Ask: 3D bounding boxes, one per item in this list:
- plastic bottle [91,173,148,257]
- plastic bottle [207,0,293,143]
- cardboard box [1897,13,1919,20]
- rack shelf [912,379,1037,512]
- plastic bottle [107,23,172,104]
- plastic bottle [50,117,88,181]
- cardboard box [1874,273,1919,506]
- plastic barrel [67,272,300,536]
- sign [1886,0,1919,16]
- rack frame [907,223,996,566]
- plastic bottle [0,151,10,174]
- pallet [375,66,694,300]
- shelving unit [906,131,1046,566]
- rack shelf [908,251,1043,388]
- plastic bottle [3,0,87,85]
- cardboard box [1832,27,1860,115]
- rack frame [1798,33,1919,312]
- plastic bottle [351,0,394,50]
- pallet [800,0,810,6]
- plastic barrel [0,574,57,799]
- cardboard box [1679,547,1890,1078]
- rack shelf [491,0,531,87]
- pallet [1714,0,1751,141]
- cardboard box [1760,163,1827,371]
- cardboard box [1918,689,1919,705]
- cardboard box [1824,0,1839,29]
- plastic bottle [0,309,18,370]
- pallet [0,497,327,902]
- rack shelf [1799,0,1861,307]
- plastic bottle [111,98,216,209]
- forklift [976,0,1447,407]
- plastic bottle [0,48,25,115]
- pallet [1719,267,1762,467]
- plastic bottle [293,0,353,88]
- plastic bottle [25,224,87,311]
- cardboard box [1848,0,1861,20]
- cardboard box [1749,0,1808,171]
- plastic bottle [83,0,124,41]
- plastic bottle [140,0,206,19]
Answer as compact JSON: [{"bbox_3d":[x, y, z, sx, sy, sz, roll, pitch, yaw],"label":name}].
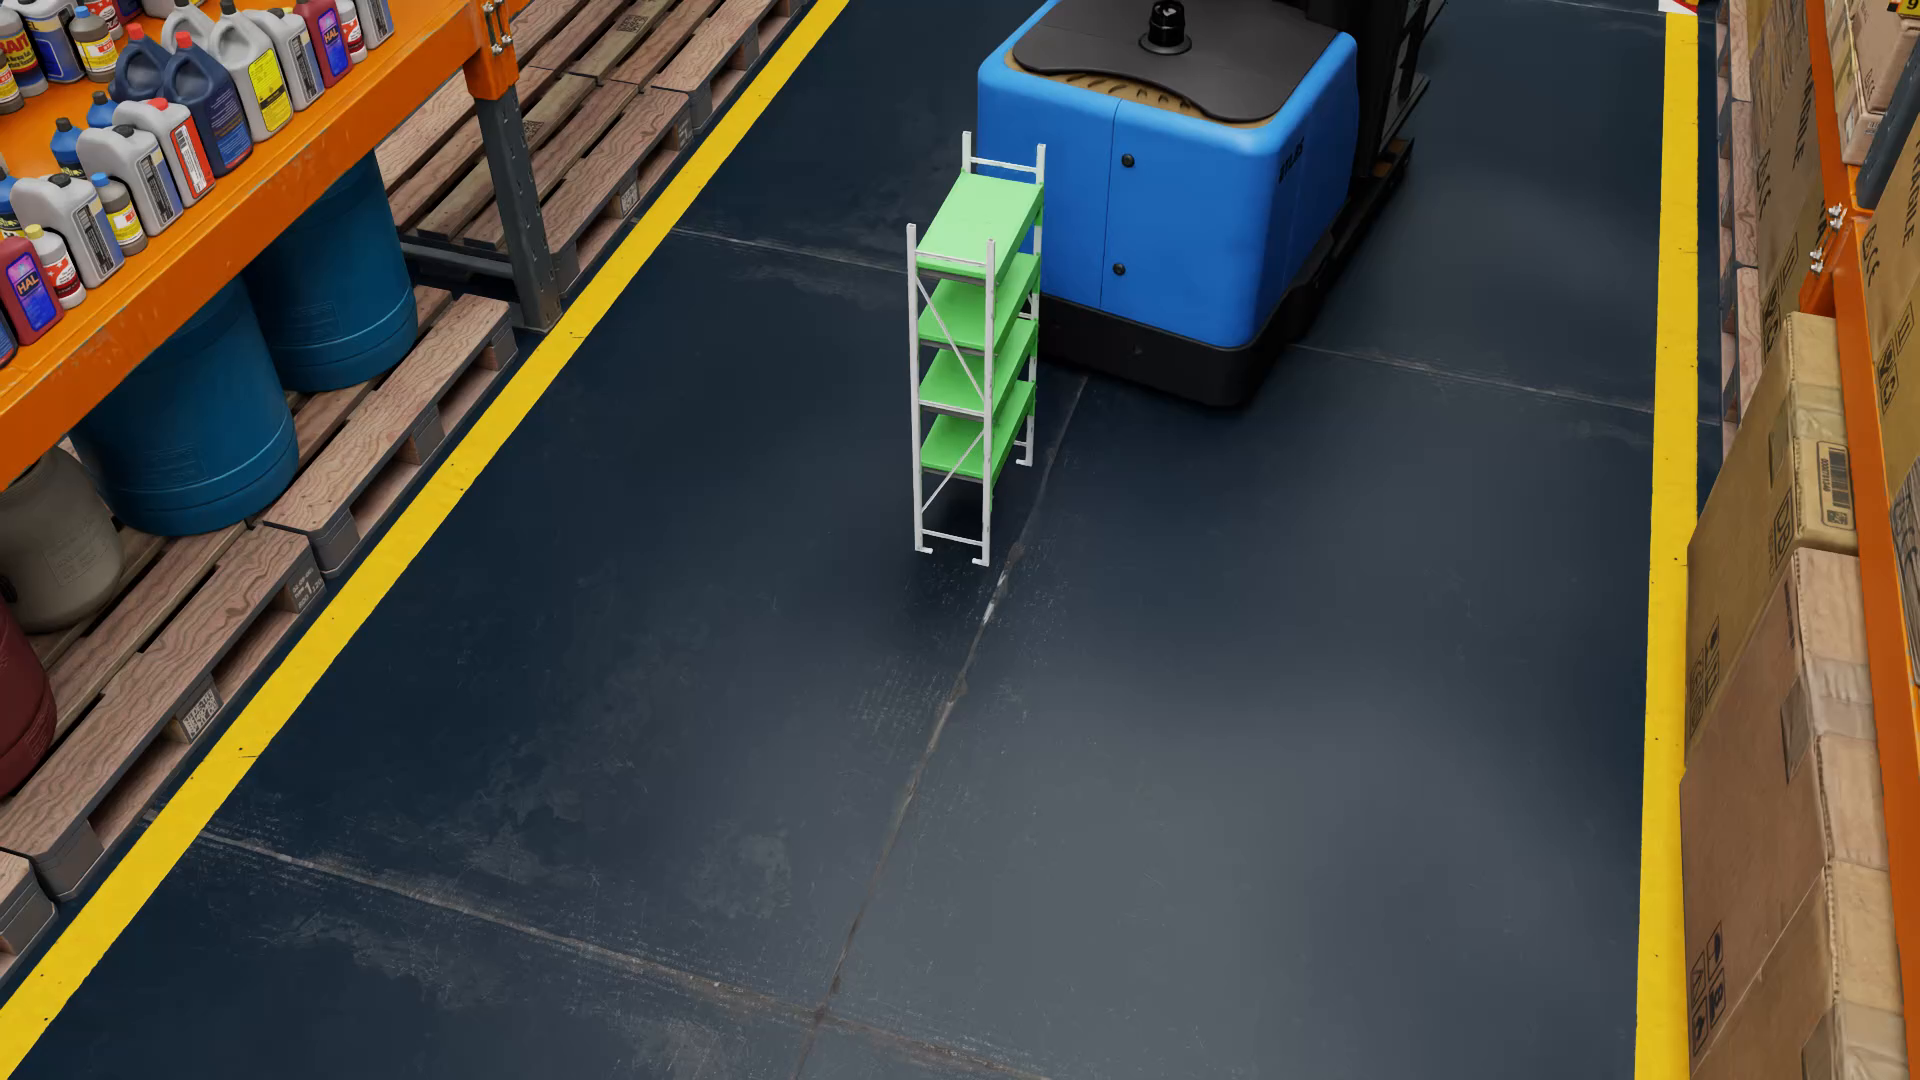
[{"bbox_3d":[-2.071,-0.802,4.067,0.097,0.201,0.097,0,44,0],"label":"plastic bottle"},{"bbox_3d":[-1.913,-1.257,4.425,0.144,0.351,0.185,13,46,13],"label":"plastic bottle"},{"bbox_3d":[2.658,-1.592,4.090,0.500,0.500,0.500,14,46,14],"label":"cardboard box"},{"bbox_3d":[0.050,-0.322,5.156,0.258,0.148,0.480,13,46,13],"label":"rack shelf"},{"bbox_3d":[-2.106,-1.165,4.331,0.144,0.351,0.185,13,46,13],"label":"plastic bottle"},{"bbox_3d":[-2.186,-0.924,4.142,0.097,0.271,0.097,0,44,0],"label":"plastic bottle"},{"bbox_3d":[2.245,-0.355,3.396,0.500,0.500,0.500,13,46,13],"label":"cardboard box"},{"bbox_3d":[-2.342,-0.526,4.843,0.600,0.901,0.708,13,46,13],"label":"plastic barrel"},{"bbox_3d":[2.245,-1.362,3.822,0.100,0.325,0.005,13,46,13],"label":"sign"},{"bbox_3d":[-0.024,-0.377,4.777,0.240,1.200,0.015,13,46,13],"label":"rack frame"},{"bbox_3d":[-2.585,-1.035,4.252,0.152,0.276,0.135,13,46,13],"label":"plastic bottle"},{"bbox_3d":[-1.761,-1.459,6.590,1.003,0.211,1.213,13,46,13],"label":"pallet"},{"bbox_3d":[0.050,-0.539,4.943,0.258,1.200,0.503,13,46,13],"label":"shelving unit"},{"bbox_3d":[0.050,-0.665,4.820,0.258,0.148,0.480,13,46,13],"label":"rack shelf"},{"bbox_3d":[-2.560,-1.441,4.666,0.152,0.276,0.135,13,46,13],"label":"plastic bottle"},{"bbox_3d":[2.632,-1.263,4.575,0.380,0.149,0.250,13,46,13],"label":"cardboard box"},{"bbox_3d":[2.774,-0.908,4.033,1.000,3.000,0.127,13,46,13],"label":"rack frame"},{"bbox_3d":[-1.758,-1.581,4.810,0.152,0.276,0.135,13,46,13],"label":"plastic bottle"},{"bbox_3d":[-1.022,-3.085,8.252,1.003,0.211,1.213,13,46,13],"label":"pallet"},{"bbox_3d":[-2.684,0.339,4.183,0.600,0.588,0.708,13,46,13],"label":"plastic barrel"},{"bbox_3d":[2.330,0.728,3.580,1.225,0.875,0.875,11,45,11],"label":"cardboard box"},{"bbox_3d":[-1.341,-3.033,6.719,1.077,0.370,4.000,13,46,13],"label":"rack shelf"},{"bbox_3d":[3.818,-2.028,7.171,1.003,0.211,1.213,13,46,13],"label":"pallet"},{"bbox_3d":[3.050,-0.722,5.062,0.875,0.875,0.875,13,46,13],"label":"cardboard box"},{"bbox_3d":[1.942,0.324,2.702,0.500,0.500,0.500,13,46,13],"label":"cardboard box"},{"bbox_3d":[2.788,-1.605,4.925,0.380,0.149,0.250,13,46,13],"label":"cardboard box"},{"bbox_3d":[-2.246,-0.523,3.675,0.144,0.351,0.185,13,46,13],"label":"plastic bottle"},{"bbox_3d":[-2.587,0.361,4.730,1.003,0.211,1.213,13,46,13],"label":"pallet"},{"bbox_3d":[3.380,-1.984,5.647,1.077,0.370,4.000,13,46,13],"label":"rack shelf"},{"bbox_3d":[-2.021,-1.002,4.218,0.152,0.276,0.135,13,46,13],"label":"plastic bottle"},{"bbox_3d":[1.177,-2.525,5.735,1.130,2.935,3.031,20,48,20],"label":"forklift"},{"bbox_3d":[-2.651,-1.278,4.553,0.097,0.201,0.097,0,44,0],"label":"plastic bottle"},{"bbox_3d":[3.079,-0.401,5.509,1.003,0.211,1.213,13,46,13],"label":"pallet"},{"bbox_3d":[-1.784,-1.420,4.640,0.061,0.283,0.133,13,46,13],"label":"plastic bottle"},{"bbox_3d":[-2.141,-0.648,3.909,0.097,0.201,0.097,0,44,0],"label":"plastic bottle"},{"bbox_3d":[2.812,-1.656,4.692,0.500,0.250,0.500,14,46,14],"label":"cardboard box"},{"bbox_3d":[3.592,-1.915,6.281,0.875,0.875,0.875,13,46,13],"label":"cardboard box"},{"bbox_3d":[-2.522,-1.562,4.844,0.097,0.201,0.097,0,44,0],"label":"plastic bottle"},{"bbox_3d":[-2.374,-1.746,4.925,0.144,0.351,0.185,13,46,13],"label":"plastic bottle"}]
